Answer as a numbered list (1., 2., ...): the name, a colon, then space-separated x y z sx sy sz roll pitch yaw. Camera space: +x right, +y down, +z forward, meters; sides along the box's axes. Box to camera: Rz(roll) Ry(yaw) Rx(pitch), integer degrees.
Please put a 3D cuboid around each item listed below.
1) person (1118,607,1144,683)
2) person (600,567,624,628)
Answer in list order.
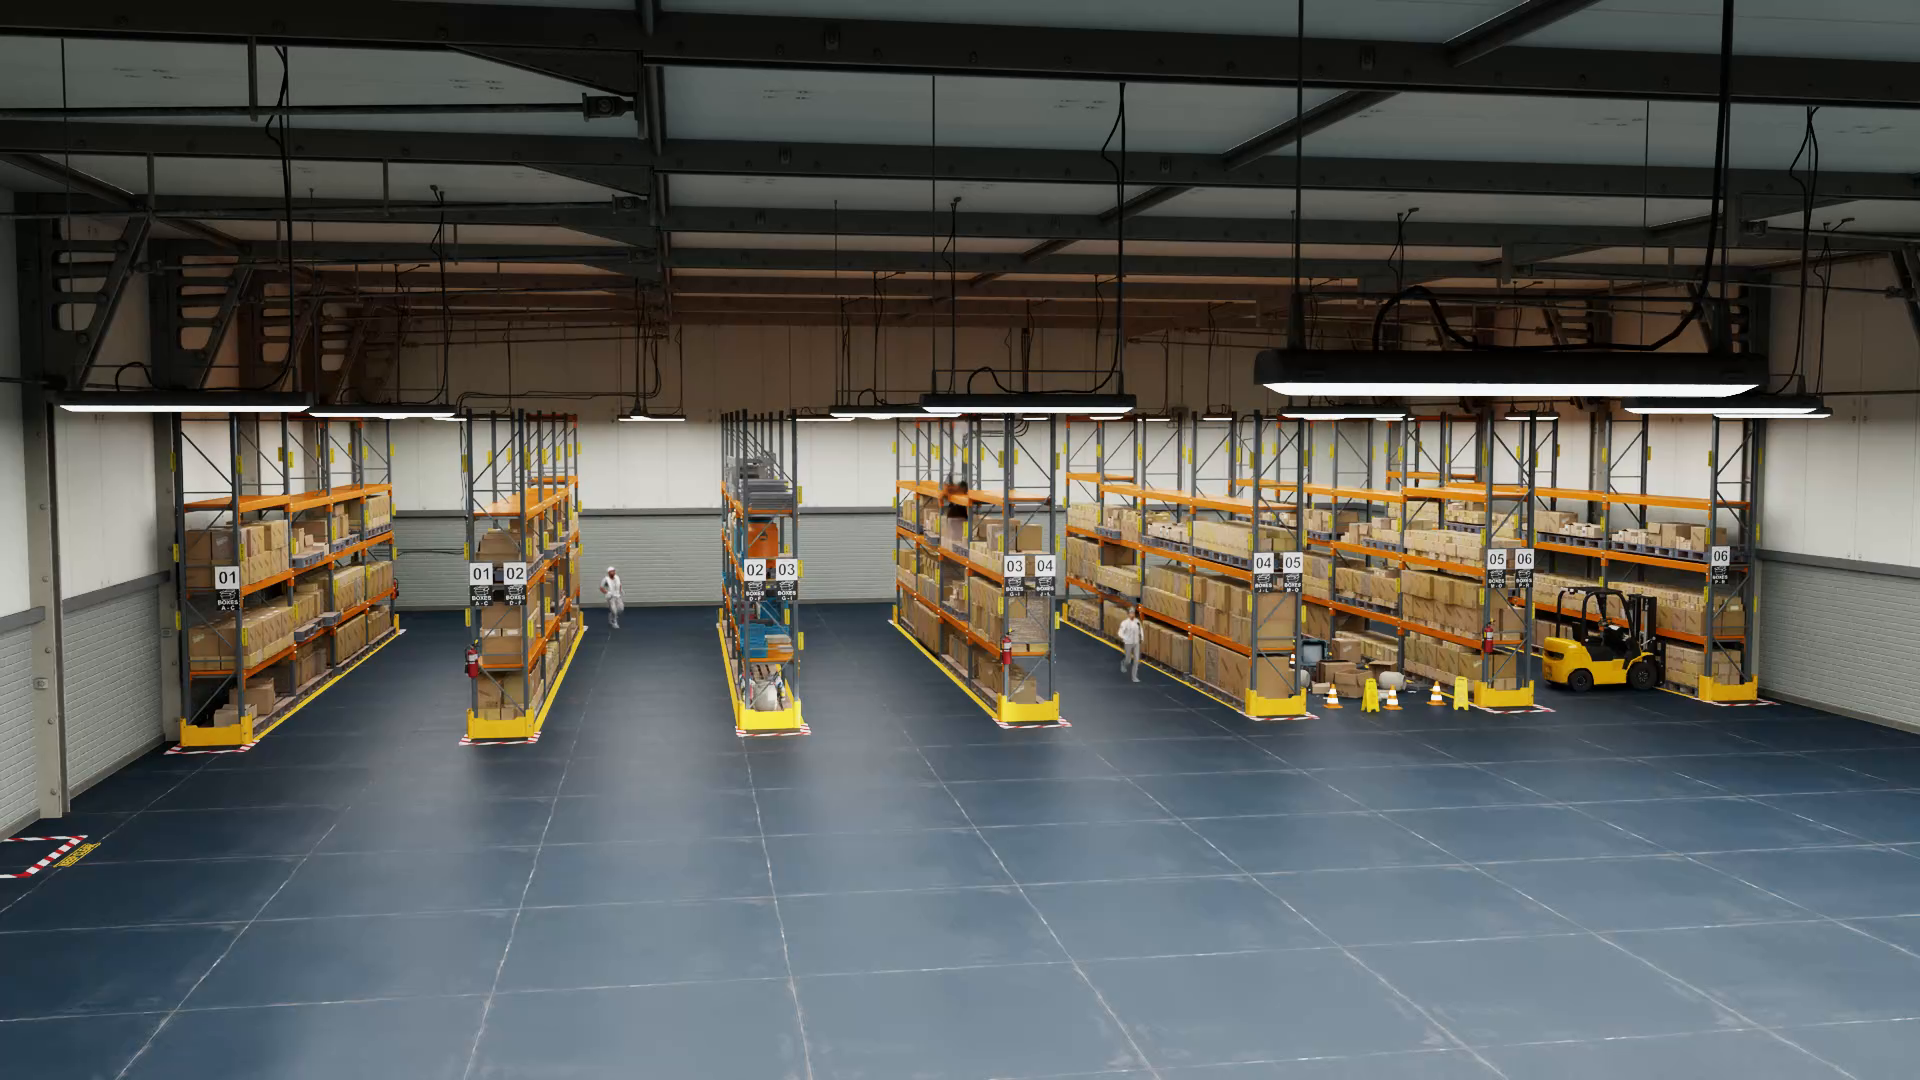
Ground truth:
1. person: 3.844 2.310 37.081 0.632 1.661 0.861 -1 4 -14
2. person: -9.758 1.609 46.623 0.552 1.727 0.708 4 5 42
